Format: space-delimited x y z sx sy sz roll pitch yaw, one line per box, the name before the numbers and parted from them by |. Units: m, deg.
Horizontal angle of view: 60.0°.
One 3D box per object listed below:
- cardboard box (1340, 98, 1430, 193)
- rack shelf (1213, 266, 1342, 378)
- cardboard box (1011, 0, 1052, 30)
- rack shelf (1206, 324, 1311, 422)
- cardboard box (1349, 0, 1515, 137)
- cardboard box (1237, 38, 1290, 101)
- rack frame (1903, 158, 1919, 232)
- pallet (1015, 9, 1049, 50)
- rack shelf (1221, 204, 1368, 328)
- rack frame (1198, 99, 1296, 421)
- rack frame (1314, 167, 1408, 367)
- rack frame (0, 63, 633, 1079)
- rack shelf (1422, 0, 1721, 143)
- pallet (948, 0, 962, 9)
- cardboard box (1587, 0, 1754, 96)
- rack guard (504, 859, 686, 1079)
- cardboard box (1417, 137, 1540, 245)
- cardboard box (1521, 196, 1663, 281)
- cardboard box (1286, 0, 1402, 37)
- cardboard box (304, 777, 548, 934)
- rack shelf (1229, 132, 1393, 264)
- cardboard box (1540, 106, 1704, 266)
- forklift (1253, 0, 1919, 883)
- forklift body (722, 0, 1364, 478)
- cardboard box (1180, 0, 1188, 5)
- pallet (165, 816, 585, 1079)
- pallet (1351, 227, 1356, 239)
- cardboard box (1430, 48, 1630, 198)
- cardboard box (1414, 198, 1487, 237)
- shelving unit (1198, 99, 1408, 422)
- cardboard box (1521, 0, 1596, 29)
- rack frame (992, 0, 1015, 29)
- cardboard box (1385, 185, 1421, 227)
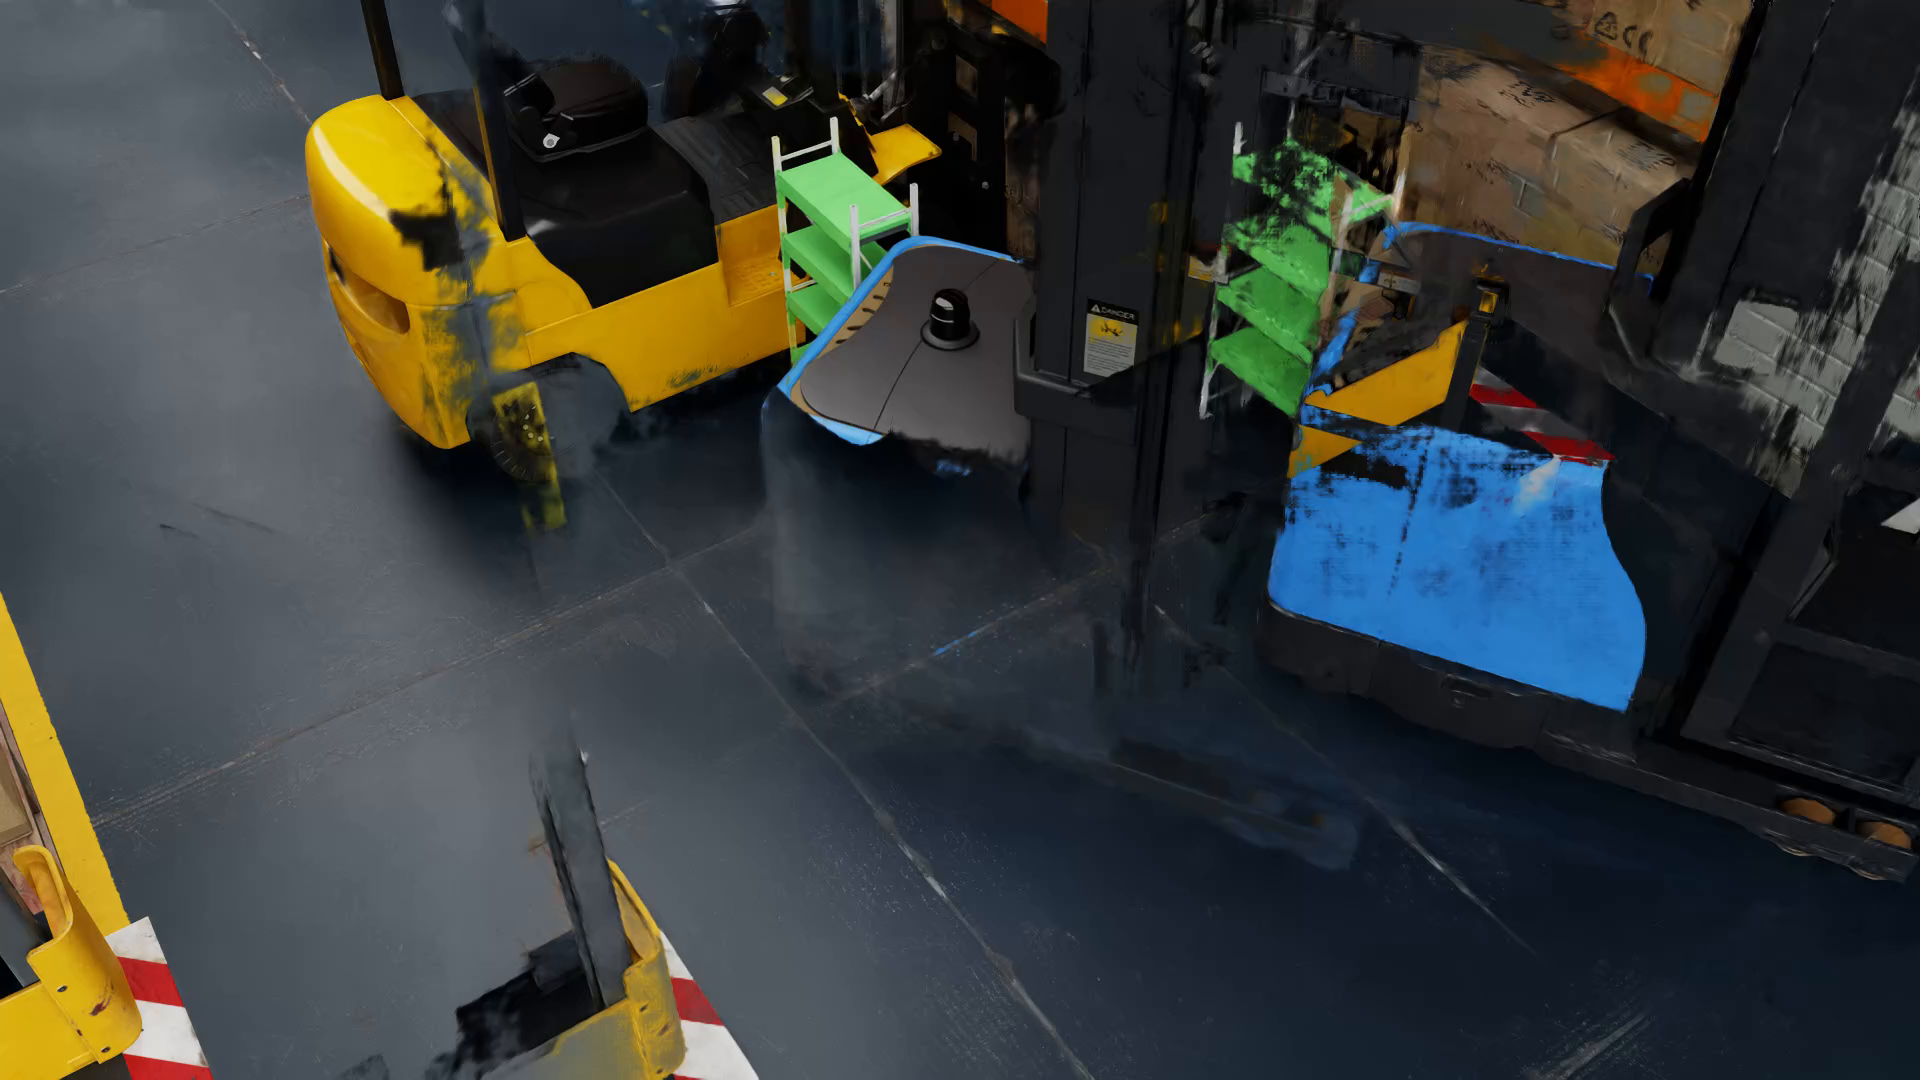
cardboard box | 0.274 -1.622 6.602 0.500 0.250 0.500 -27 50 -25
rack shelf | -0.369 -0.723 5.731 0.258 0.148 0.480 -25 49 -24
cardboard box | -0.884 -2.577 7.965 0.500 0.250 0.500 -25 49 -24
rack shelf | -0.369 -0.550 5.897 0.258 0.148 0.480 -25 49 -24
cardboard box | 0.286 -1.785 6.410 0.500 0.250 0.500 -25 49 -24
cardboard box | -0.010 -1.907 6.900 0.500 0.250 0.500 -26 49 -25
rack frame | 1.399 -1.559 5.211 1.000 3.000 0.127 -26 49 -24
pallet | -0.469 -2.349 8.058 1.003 0.211 1.213 -26 49 -24
rack shelf | -0.369 -0.897 5.566 0.258 0.148 0.480 -25 49 -24
rack frame | -0.506 -0.909 5.833 0.240 1.200 0.015 -25 49 -24
rack frame | -0.232 -0.630 5.541 0.240 1.200 0.015 -25 49 -24
rack frame | -2.670 0.404 3.155 1.000 3.000 0.127 -26 49 -24
rack shelf | 0.255 -2.432 6.646 1.077 0.370 4.000 -26 49 -24
pallet | -1.343 -3.218 8.968 1.003 0.211 1.213 -26 49 -24
cardboard box | 0.902 -1.770 5.360 0.500 0.500 0.500 -27 50 -25
rack guard | -2.713 1.265 4.063 1.175 0.500 0.348 -26 49 -24
cardboard box | 0.586 -1.338 6.304 0.500 0.250 0.500 -26 50 -25
cardboard box | 0.864 -1.050 6.002 0.500 0.250 0.500 -26 50 -25
cardboard box | 0.002 -2.075 6.714 0.500 0.250 0.500 -27 50 -25
cardboard box | -2.905 0.680 4.552 0.500 0.250 0.500 -26 49 -25
rack shelf | -0.369 -1.071 5.400 0.258 0.148 0.480 -25 49 -24
cardboard box | 0.880 -1.216 5.814 0.500 0.250 0.500 -24 49 -23
forklift | 0.992 -0.541 4.194 3.031 2.935 1.130 17 46 17
forklift body | -1.182 -1.606 5.874 2.313 2.155 1.214 -26 49 -24
cardboard box | -0.298 -2.193 7.200 0.500 0.250 0.500 -26 50 -25
pallet | -3.149 0.895 4.659 1.003 0.211 1.213 -26 49 -24
pallet | 0.233 -1.658 7.333 1.003 0.211 1.213 -26 49 -24
cardboard box | 0.583 -1.503 6.115 0.500 0.250 0.500 -25 49 -24
cardboard box | 0.594 -1.143 6.462 0.500 0.250 0.500 -26 49 -24
shelving unit | -0.369 -0.770 5.687 0.258 1.200 0.503 -25 49 -24
cardboard box | 0.613 -2.068 5.671 0.500 0.500 0.500 -24 49 -23
rack frame | -0.889 -3.825 7.584 1.000 3.000 0.127 -26 49 -24
cardboard box | 0.316 -1.430 6.763 0.500 0.250 0.500 -25 49 -24
